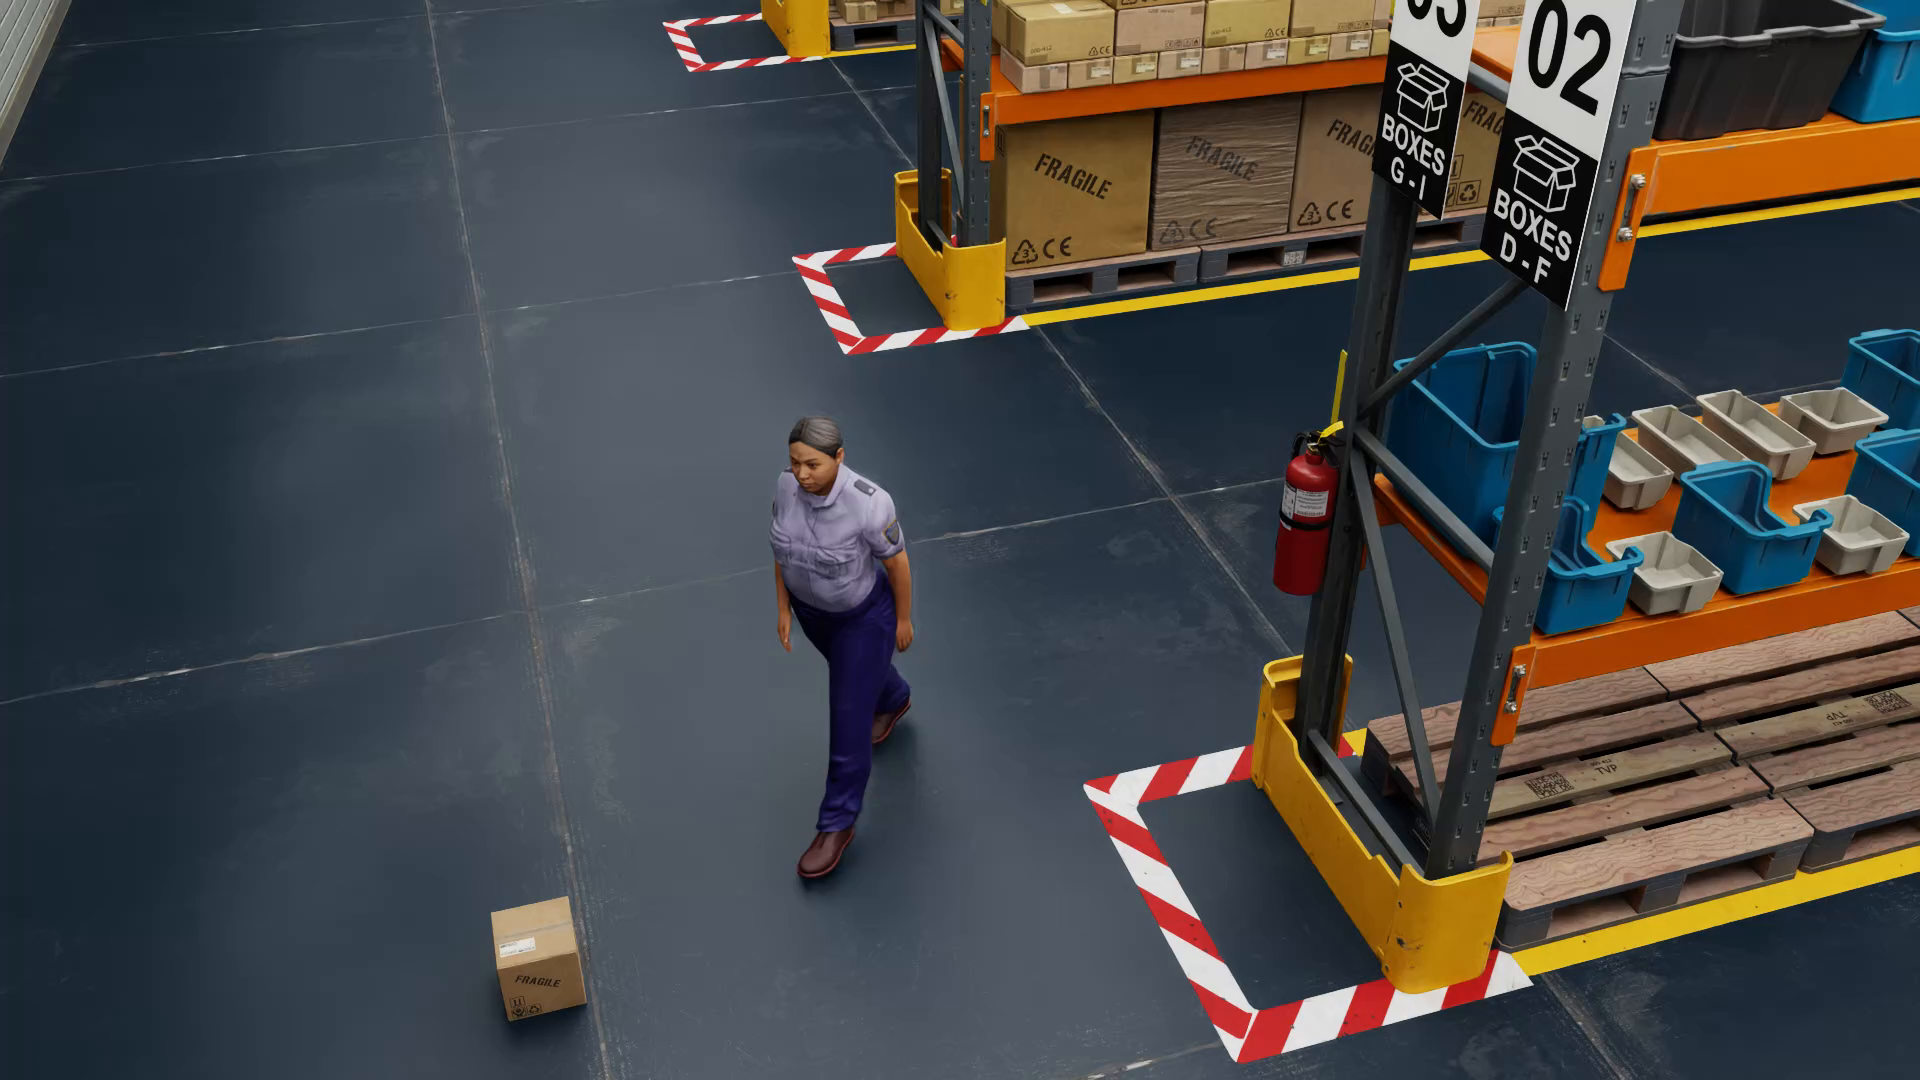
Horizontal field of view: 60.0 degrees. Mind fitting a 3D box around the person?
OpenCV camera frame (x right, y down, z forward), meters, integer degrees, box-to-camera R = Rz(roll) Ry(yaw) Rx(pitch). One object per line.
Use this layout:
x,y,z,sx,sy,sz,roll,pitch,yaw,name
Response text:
-0.424,0.253,5.778,0.502,1.587,0.962,22,40,29,person
